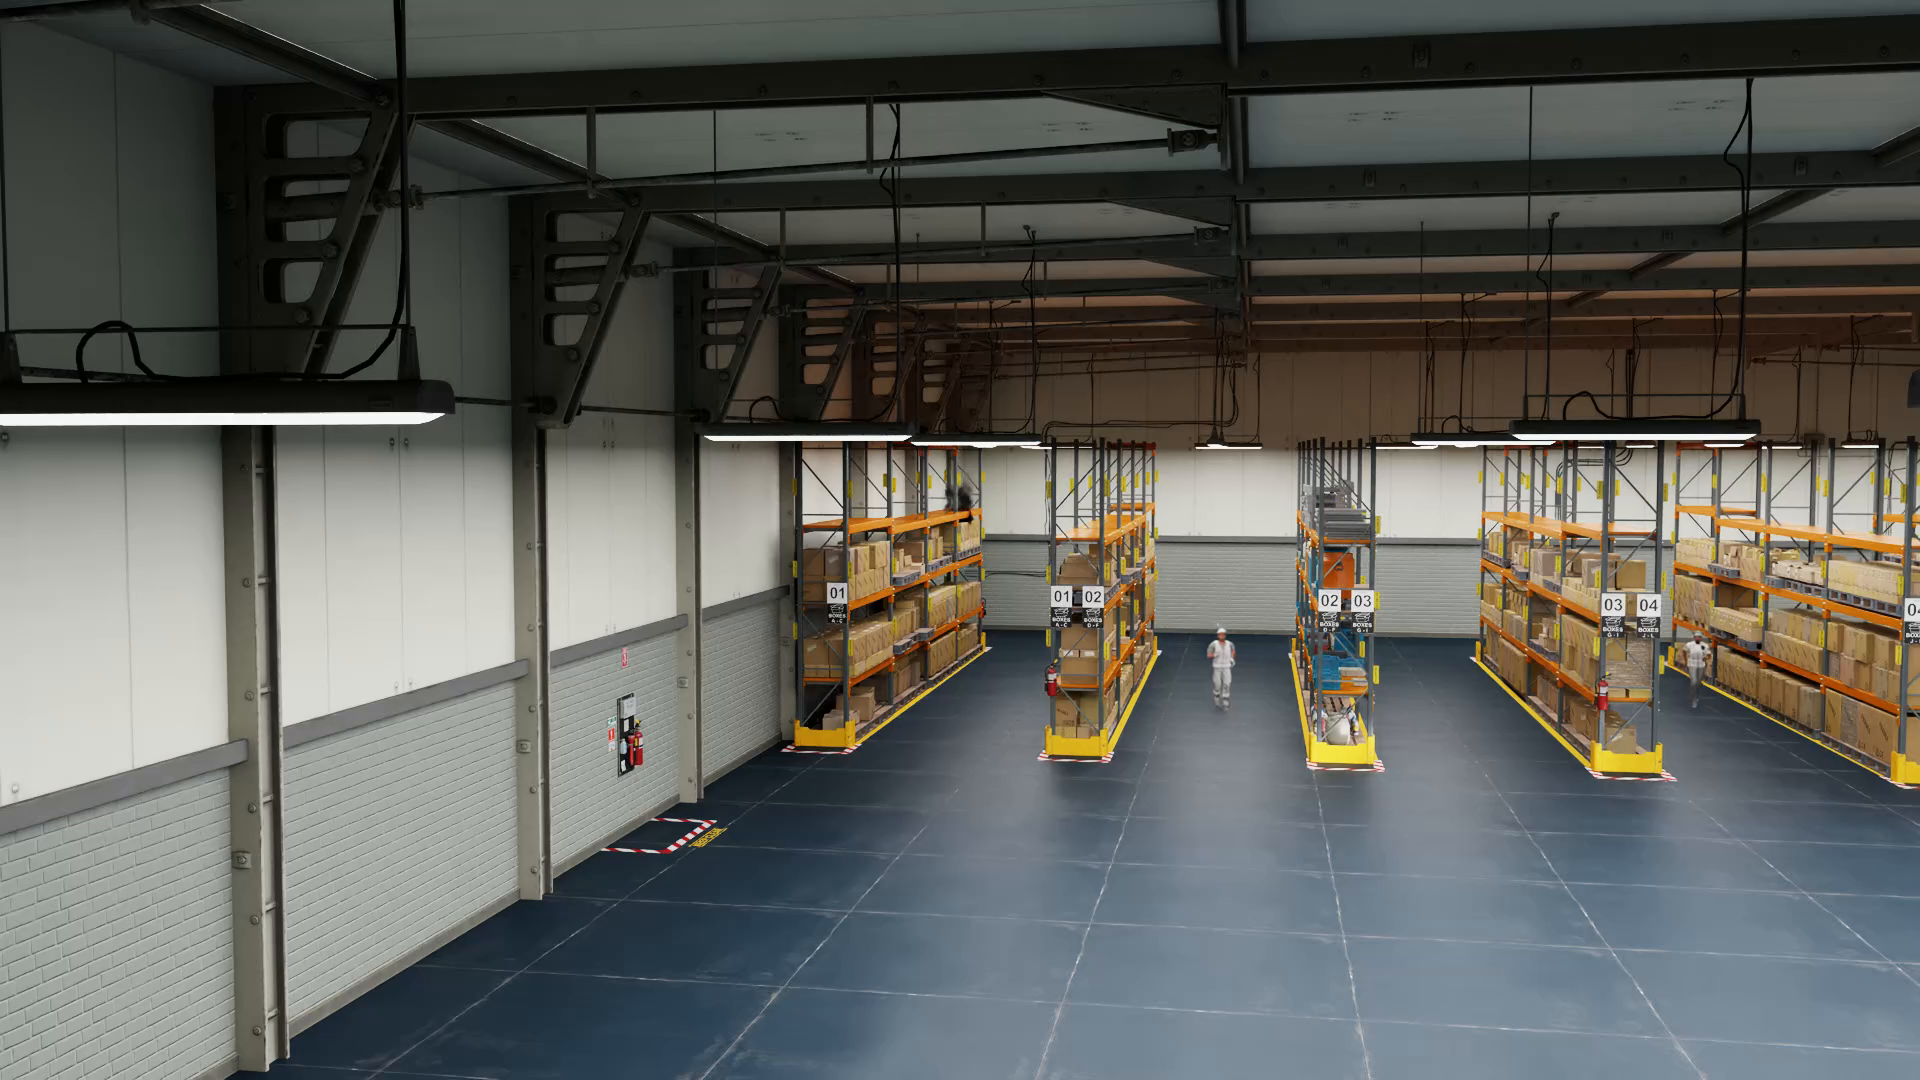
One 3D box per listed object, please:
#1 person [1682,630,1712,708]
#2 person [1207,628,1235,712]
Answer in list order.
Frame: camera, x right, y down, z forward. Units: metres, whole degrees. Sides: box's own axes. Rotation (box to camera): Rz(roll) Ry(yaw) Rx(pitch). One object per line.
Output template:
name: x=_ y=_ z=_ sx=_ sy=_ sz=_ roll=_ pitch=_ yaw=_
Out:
person: x=16.642 y=2.895 z=37.541 sx=0.569 sy=1.741 sz=0.811 roll=1 pitch=3 yaw=12
person: x=5.773 y=2.847 z=36.702 sx=0.645 sy=1.795 sz=0.901 roll=0 pitch=3 yaw=1
